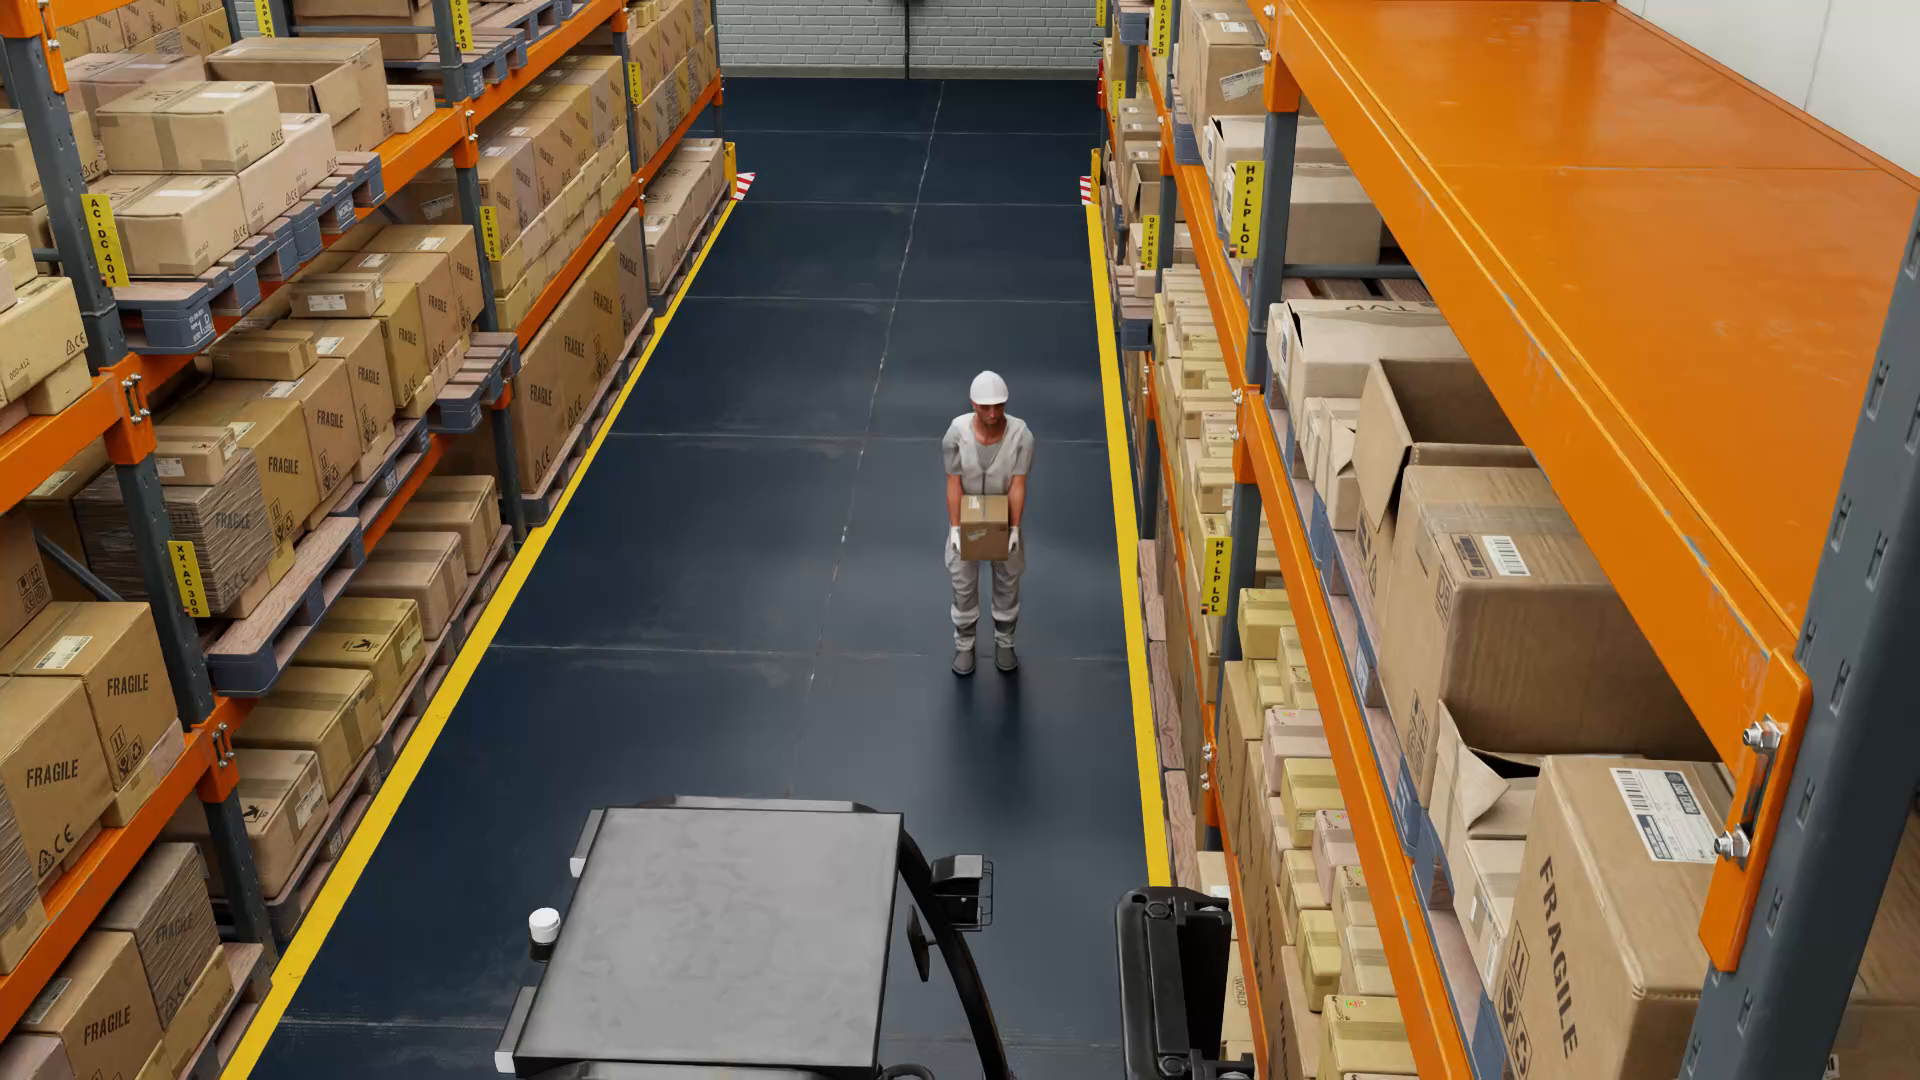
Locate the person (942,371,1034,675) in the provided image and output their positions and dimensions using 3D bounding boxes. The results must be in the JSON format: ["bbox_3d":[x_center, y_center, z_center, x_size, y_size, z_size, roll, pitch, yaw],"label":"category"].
[{"bbox_3d":[0.148,-0.075,8.988,0.491,1.773,0.576,0,28,1],"label":"person"}]
